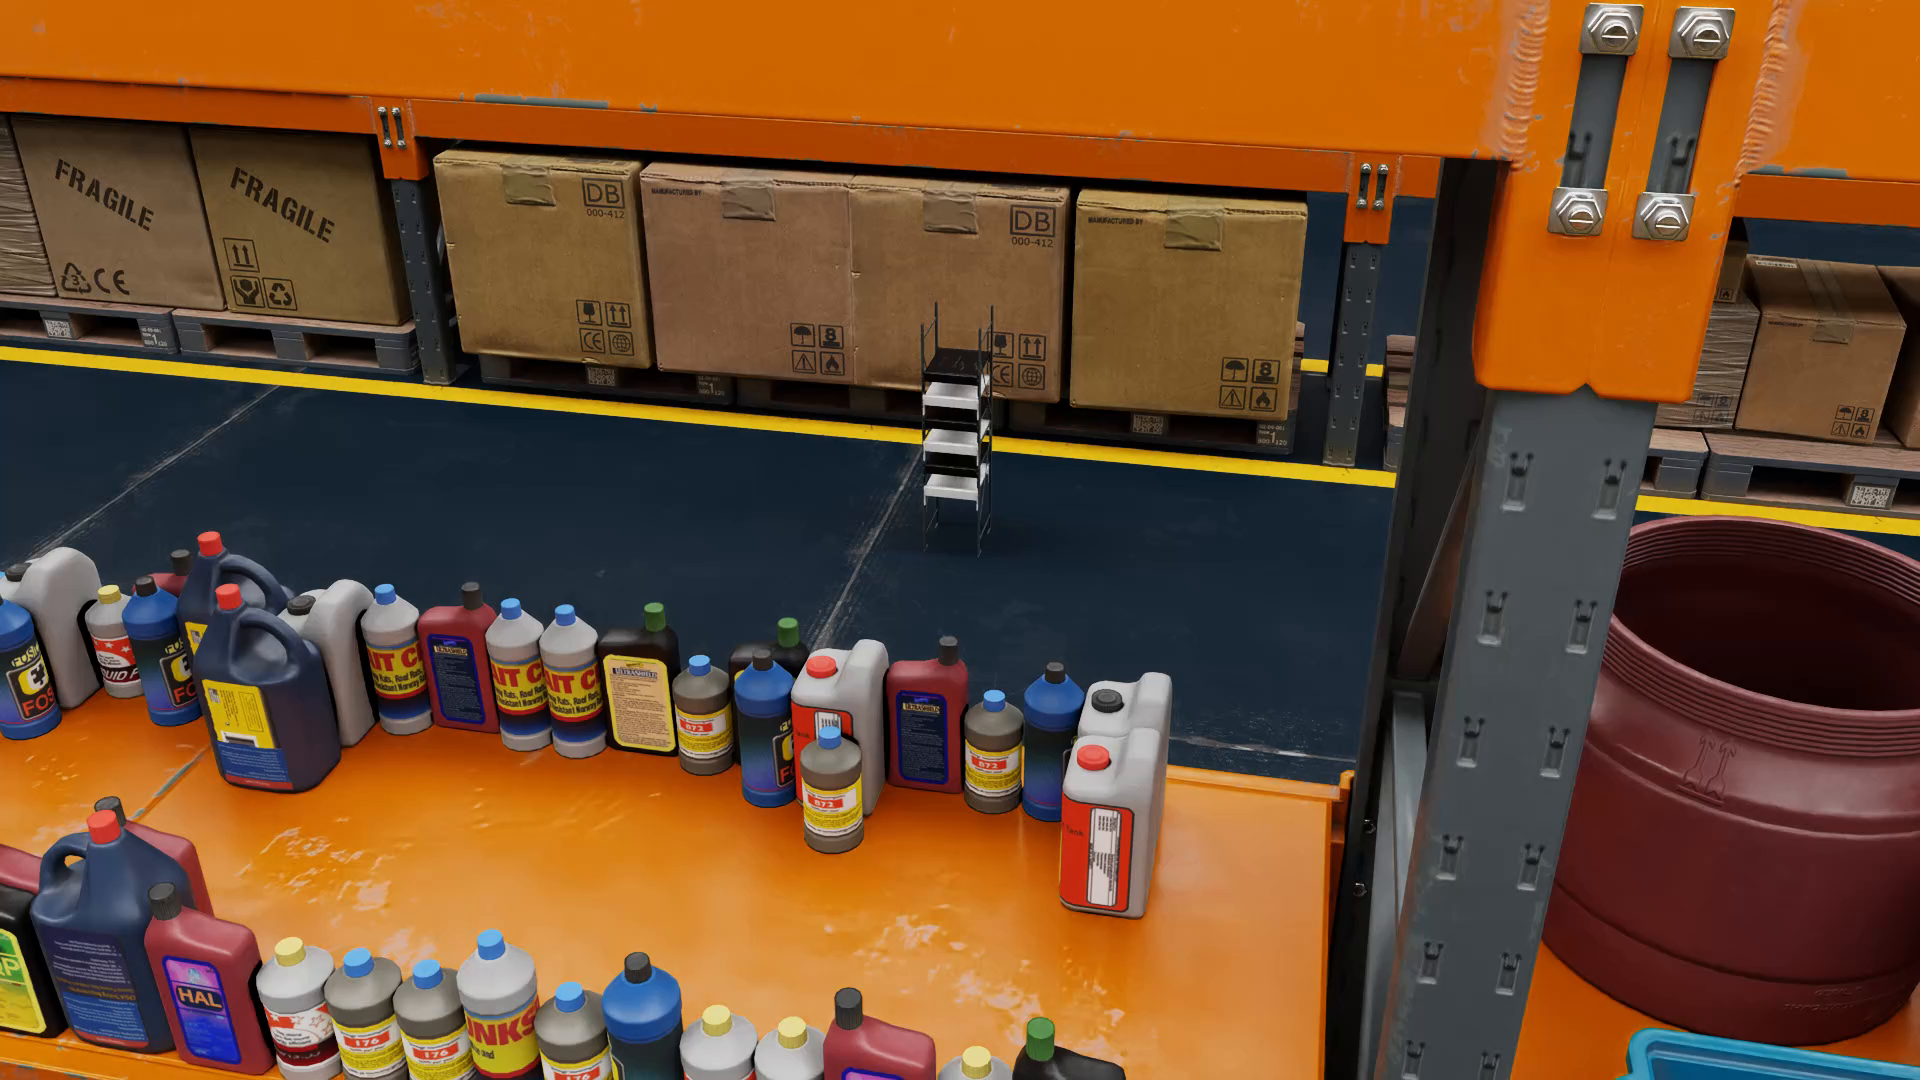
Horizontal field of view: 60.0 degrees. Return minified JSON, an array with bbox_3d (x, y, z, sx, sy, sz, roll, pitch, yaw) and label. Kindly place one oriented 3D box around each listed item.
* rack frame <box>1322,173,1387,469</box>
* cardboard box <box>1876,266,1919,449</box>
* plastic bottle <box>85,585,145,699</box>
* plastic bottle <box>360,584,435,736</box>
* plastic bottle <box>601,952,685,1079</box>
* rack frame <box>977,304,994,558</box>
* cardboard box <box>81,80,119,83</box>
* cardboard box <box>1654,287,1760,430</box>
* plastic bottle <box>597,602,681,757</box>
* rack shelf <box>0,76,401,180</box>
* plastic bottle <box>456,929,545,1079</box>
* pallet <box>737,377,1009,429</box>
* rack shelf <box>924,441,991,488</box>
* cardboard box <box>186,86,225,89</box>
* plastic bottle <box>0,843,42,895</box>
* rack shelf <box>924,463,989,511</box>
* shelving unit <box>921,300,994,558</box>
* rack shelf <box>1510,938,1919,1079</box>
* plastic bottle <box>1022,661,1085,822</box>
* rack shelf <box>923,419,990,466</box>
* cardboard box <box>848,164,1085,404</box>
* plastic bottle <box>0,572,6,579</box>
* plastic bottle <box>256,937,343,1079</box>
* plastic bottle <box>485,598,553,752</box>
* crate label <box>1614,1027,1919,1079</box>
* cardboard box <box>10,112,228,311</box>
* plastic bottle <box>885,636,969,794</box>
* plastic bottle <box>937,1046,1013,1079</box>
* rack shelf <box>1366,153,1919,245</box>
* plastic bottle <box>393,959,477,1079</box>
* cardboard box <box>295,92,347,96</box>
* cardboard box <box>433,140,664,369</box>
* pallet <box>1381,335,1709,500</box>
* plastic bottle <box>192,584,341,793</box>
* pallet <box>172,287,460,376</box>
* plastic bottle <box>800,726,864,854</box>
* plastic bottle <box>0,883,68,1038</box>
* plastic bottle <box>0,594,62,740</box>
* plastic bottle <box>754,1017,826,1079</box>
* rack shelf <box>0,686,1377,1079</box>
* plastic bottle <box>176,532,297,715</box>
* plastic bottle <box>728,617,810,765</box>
[{"bbox_3d":[1.648,-1.846,6.498,0.127,3.000,1.000,6,29,11],"label":"rack frame"},{"bbox_3d":[3.954,-0.725,6.596,0.500,0.500,0.700,3,29,6],"label":"cardboard box"},{"bbox_3d":[-1.517,0.177,3.010,0.097,0.201,0.097,0,29,0],"label":"plastic bottle"},{"bbox_3d":[-0.979,0.201,2.893,0.097,0.271,0.097,0,29,0],"label":"plastic bottle"},{"bbox_3d":[-0.396,0.634,2.103,0.097,0.271,0.097,0,29,0],"label":"plastic bottle"},{"bbox_3d":[0.091,-0.385,6.017,0.006,0.900,0.240,6,29,11],"label":"rack frame"},{"bbox_3d":[-3.637,-2.116,7.253,0.250,0.149,0.380,6,29,12],"label":"cardboard box"},{"bbox_3d":[2.852,-0.835,6.796,0.500,0.500,0.700,3,29,6],"label":"cardboard box"},{"bbox_3d":[-0.542,0.232,2.824,0.133,0.283,0.061,6,29,11],"label":"plastic bottle"},{"bbox_3d":[-4.220,-2.132,7.769,4.000,0.370,1.077,6,29,11],"label":"rack shelf"},{"bbox_3d":[-0.587,0.614,2.138,0.097,0.271,0.097,0,29,0],"label":"plastic bottle"},{"bbox_3d":[-0.297,-0.860,7.602,1.213,0.211,1.003,6,29,11],"label":"pallet"},{"bbox_3d":[-0.008,-0.287,6.095,0.200,0.077,0.258,6,29,11],"label":"rack shelf"},{"bbox_3d":[-3.133,-2.065,7.159,0.250,0.149,0.380,5,29,10],"label":"cardboard box"},{"bbox_3d":[-1.287,0.516,2.305,0.133,0.283,0.061,6,29,11],"label":"plastic bottle"},{"bbox_3d":[-0.008,-0.208,6.138,0.200,0.077,0.258,6,29,11],"label":"rack shelf"},{"bbox_3d":[-0.008,-0.396,6.035,0.210,0.900,0.258,6,29,11],"label":"shelving unit"},{"bbox_3d":[2.570,0.997,2.055,4.000,0.370,1.077,6,29,11],"label":"rack shelf"},{"bbox_3d":[0.150,0.317,2.681,0.097,0.271,0.097,0,29,0],"label":"plastic bottle"},{"bbox_3d":[-0.008,-0.366,6.051,0.200,0.077,0.258,6,29,11],"label":"rack shelf"},{"bbox_3d":[0.107,-1.270,7.221,0.875,0.875,1.225,6,29,11],"label":"cardboard box"},{"bbox_3d":[-1.744,0.154,3.053,0.097,0.201,0.097,0,29,0],"label":"plastic bottle"},{"bbox_3d":[-0.872,0.616,2.209,0.097,0.201,0.097,0,29,0],"label":"plastic bottle"},{"bbox_3d":[-0.754,0.225,2.850,0.097,0.271,0.097,0,29,0],"label":"plastic bottle"},{"bbox_3d":[0.947,0.772,1.890,0.416,0.233,0.303,6,29,11],"label":"crate label"},{"bbox_3d":[-3.773,-1.693,7.994,0.875,0.875,0.875,6,29,11],"label":"cardboard box"},{"bbox_3d":[-0.054,0.282,2.733,0.133,0.283,0.061,6,29,11],"label":"plastic bottle"},{"bbox_3d":[0.020,0.707,2.041,0.097,0.201,0.097,0,29,0],"label":"plastic bottle"},{"bbox_3d":[3.604,-1.329,6.304,4.000,0.370,1.077,6,29,11],"label":"rack shelf"},{"bbox_3d":[-0.682,0.635,2.173,0.097,0.201,0.097,0,29,0],"label":"plastic bottle"},{"bbox_3d":[-2.630,-2.013,7.065,0.250,0.149,0.380,6,29,11],"label":"cardboard box"},{"bbox_3d":[-1.634,-1.444,7.539,0.875,0.875,1.225,6,29,11],"label":"cardboard box"},{"bbox_3d":[2.412,-0.543,7.023,1.213,0.211,1.003,6,29,11],"label":"pallet"},{"bbox_3d":[-1.154,0.235,2.749,0.185,0.351,0.144,6,29,11],"label":"plastic bottle"},{"bbox_3d":[-2.991,-1.137,8.106,1.213,0.211,1.003,6,29,11],"label":"pallet"},{"bbox_3d":[-0.202,0.386,2.627,0.097,0.201,0.097,0,29,0],"label":"plastic bottle"},{"bbox_3d":[-1.300,0.545,2.253,0.133,0.283,0.061,6,29,11],"label":"plastic bottle"},{"bbox_3d":[-1.644,0.208,2.881,0.097,0.271,0.097,0,29,0],"label":"plastic bottle"},{"bbox_3d":[-0.206,0.684,2.084,0.097,0.201,0.097,0,29,0],"label":"plastic bottle"},{"bbox_3d":[-1.342,0.595,2.788,4.000,0.370,1.077,6,29,11],"label":"rack shelf"},{"bbox_3d":[-1.254,0.150,2.904,0.185,0.351,0.144,6,29,11],"label":"plastic bottle"},{"bbox_3d":[-0.316,0.255,2.782,0.133,0.283,0.061,6,29,11],"label":"plastic bottle"}]
